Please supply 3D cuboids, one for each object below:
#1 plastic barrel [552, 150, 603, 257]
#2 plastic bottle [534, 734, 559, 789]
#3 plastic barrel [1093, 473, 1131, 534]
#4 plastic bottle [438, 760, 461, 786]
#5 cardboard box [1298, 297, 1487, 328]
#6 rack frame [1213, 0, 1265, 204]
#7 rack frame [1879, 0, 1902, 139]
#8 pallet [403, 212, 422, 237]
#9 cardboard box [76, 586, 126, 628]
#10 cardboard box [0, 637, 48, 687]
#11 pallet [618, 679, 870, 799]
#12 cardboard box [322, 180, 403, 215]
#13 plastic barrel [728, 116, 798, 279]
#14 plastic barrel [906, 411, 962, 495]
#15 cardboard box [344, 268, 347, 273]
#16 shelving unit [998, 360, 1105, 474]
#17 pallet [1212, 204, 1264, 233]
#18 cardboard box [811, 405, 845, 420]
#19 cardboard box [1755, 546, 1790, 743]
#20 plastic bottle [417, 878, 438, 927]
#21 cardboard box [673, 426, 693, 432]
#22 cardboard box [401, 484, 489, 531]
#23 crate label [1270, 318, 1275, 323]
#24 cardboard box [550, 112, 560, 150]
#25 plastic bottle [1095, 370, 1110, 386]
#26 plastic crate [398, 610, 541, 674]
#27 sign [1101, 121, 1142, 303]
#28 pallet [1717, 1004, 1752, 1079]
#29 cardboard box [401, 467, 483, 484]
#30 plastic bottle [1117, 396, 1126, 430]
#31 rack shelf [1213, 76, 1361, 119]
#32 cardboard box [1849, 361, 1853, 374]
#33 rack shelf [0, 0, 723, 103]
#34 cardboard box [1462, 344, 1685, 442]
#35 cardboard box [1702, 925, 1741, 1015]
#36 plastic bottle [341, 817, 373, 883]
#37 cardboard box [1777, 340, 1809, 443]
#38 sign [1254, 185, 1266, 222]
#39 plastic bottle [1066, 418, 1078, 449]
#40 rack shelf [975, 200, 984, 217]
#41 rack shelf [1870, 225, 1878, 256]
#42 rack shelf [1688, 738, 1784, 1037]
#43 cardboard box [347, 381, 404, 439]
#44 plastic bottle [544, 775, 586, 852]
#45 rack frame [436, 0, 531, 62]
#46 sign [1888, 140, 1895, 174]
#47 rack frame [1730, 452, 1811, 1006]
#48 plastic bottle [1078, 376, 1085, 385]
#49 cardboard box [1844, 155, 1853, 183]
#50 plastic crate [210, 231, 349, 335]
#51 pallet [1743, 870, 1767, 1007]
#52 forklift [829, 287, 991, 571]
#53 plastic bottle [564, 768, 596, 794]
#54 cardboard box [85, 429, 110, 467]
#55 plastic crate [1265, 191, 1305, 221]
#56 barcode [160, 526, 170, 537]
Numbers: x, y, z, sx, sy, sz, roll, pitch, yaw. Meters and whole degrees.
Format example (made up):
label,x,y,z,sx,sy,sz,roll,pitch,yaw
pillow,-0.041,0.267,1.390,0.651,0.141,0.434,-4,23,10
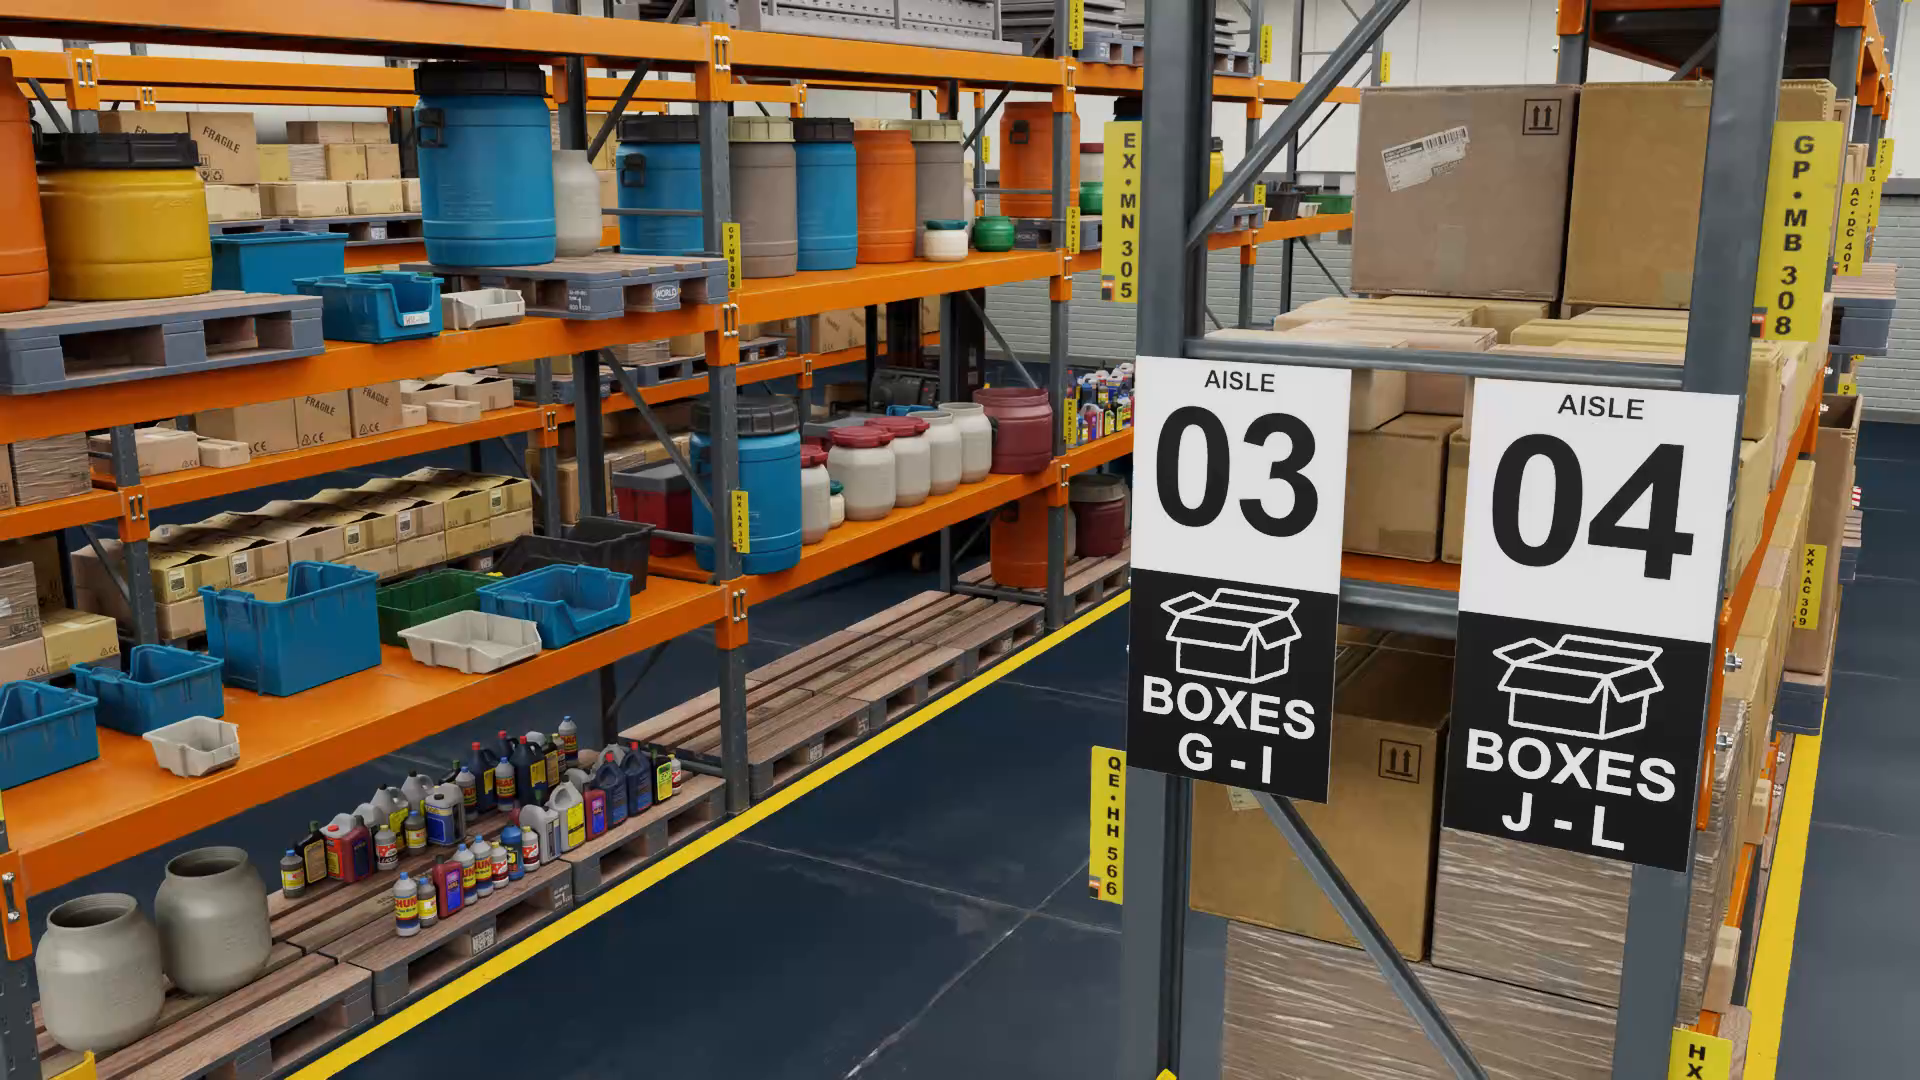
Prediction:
label,x,y,z,sx,sy,sz,roll,pitch,yaw
plastic barrel,-1.999,-1.675,8.264,0.421,0.512,0.421,0,14,0
plastic bottle,-2.195,1.179,8.816,0.061,0.283,0.133,7,15,28
plastic barrel,1.278,-0.300,14.506,0.421,0.512,0.421,0,14,0
plastic bottle,-2.579,1.268,8.445,0.061,0.283,0.133,8,16,31
cardboard box,1.010,-0.477,3.898,0.380,0.149,0.250,7,15,28
rack frame,2.249,-4.582,15.057,1.000,3.000,0.127,7,15,28
rack frame,8.518,-4.842,16.133,1.000,3.000,0.127,7,15,28
pallet,-4.269,-2.624,13.738,1.213,0.211,1.003,8,16,31
cardboard box,-6.006,0.428,12.045,0.500,0.250,0.500,7,15,27
cardboard box,-6.236,0.767,10.638,0.500,0.250,0.500,7,15,28
pallet,-1.273,1.165,9.965,1.003,0.211,1.213,7,15,28
cardboard box,-4.713,-2.672,12.955,0.500,0.250,0.500,7,15,27
plastic barrel,-1.246,-1.990,9.633,0.600,0.901,0.600,0,14,0
plastic barrel,-0.199,-0.578,11.009,0.421,0.512,0.421,0,14,0
cardboard box,-7.173,-2.918,18.463,0.500,0.250,0.500,7,15,27
shelving unit,0.879,-0.948,15.981,0.538,1.500,1.048,11,17,37
pallet,1.956,-2.860,14.718,1.213,0.211,1.003,7,15,28
cardboard box,-1.696,-1.438,19.611,0.500,0.311,0.500,7,15,28
cardboard box,2.013,0.288,4.673,0.500,0.500,0.500,7,15,28
plastic bottle,-2.353,1.585,7.309,0.097,0.201,0.097,0,14,0
cardboard box,-2.562,-0.890,16.935,0.500,0.500,0.500,8,16,29
cardboard box,-4.302,-0.305,13.888,0.500,0.311,0.500,7,15,27
crate label,3.775,-2.421,19.121,0.416,0.233,0.303,7,15,28
cardboard box,-3.803,-3.489,14.575,0.500,0.500,0.500,7,15,28
plastic bottle,1.244,-1.364,14.772,0.152,0.276,0.135,7,15,28
plastic crate,-2.182,0.465,7.482,0.530,0.136,0.437,7,15,28
sign,0.308,-0.598,3.043,0.100,0.325,0.005,7,15,28
pallet,2.424,2.034,6.363,1.003,0.211,1.213,7,15,28
cardboard box,-4.529,-0.473,14.587,0.500,0.311,0.500,8,16,30
plastic bottle,1.287,-1.025,13.377,0.097,0.271,0.097,0,14,0
rack shelf,3.216,-4.449,16.890,1.077,0.370,4.000,7,15,28
cardboard box,7.040,-1.610,13.615,0.500,0.500,0.500,7,15,28
rack shelf,-2.585,-1.987,6.678,1.077,0.370,4.000,7,15,28
cardboard box,1.119,-0.252,2.965,0.380,0.149,0.250,7,15,28
cardboard box,1.940,1.151,4.611,0.380,0.149,0.250,7,15,28
plastic bottle,-2.809,1.440,7.736,0.061,0.283,0.133,7,15,28
cardboard box,1.977,-0.413,4.482,0.500,0.250,0.500,8,16,30
sign,2.730,-3.066,15.147,0.100,0.325,0.005,7,15,28
plastic bottle,0.807,-0.837,12.587,0.152,0.276,0.135,7,15,28
rack shelf,-1.118,-3.747,19.526,1.077,0.370,4.000,7,15,28
rack shelf,7.552,-2.624,14.867,1.077,0.370,4.000,7,15,28
rack shelf,1.751,1.297,5.007,1.077,0.370,4.000,7,15,28
cardboard box,-4.816,-1.110,13.240,0.500,0.500,0.500,6,15,25
plastic bottle,-1.926,1.320,8.089,0.144,0.351,0.185,7,15,28
rack frame,-4.019,-4.324,13.984,1.000,3.000,0.127,7,15,28
sign,8.987,-3.711,16.124,0.100,0.325,0.005,7,15,28
rack frame,2.717,0.537,6.624,1.000,3.000,0.127,7,15,28
plastic bottle,1.052,-1.293,14.489,0.097,0.271,0.097,0,14,0
cardboard box,3.486,-1.455,7.367,0.797,0.503,0.637,8,16,30
plastic crate,-2.894,-1.080,6.963,0.392,0.384,0.575,7,15,28
pallet,3.092,1.732,7.614,1.003,0.211,1.213,7,15,28
forklift,-0.543,-1.294,14.362,1.130,2.935,3.031,11,17,37
plastic bottle,-1.912,1.278,8.421,0.152,0.276,0.135,7,15,28
cardboard box,-8.660,-0.813,16.616,0.700,0.500,0.500,8,16,29
plastic crate,3.089,-3.284,16.352,0.497,0.269,0.590,7,15,28
barcode,-5.465,-0.057,11.433,0.001,0.075,0.075,7,15,28
